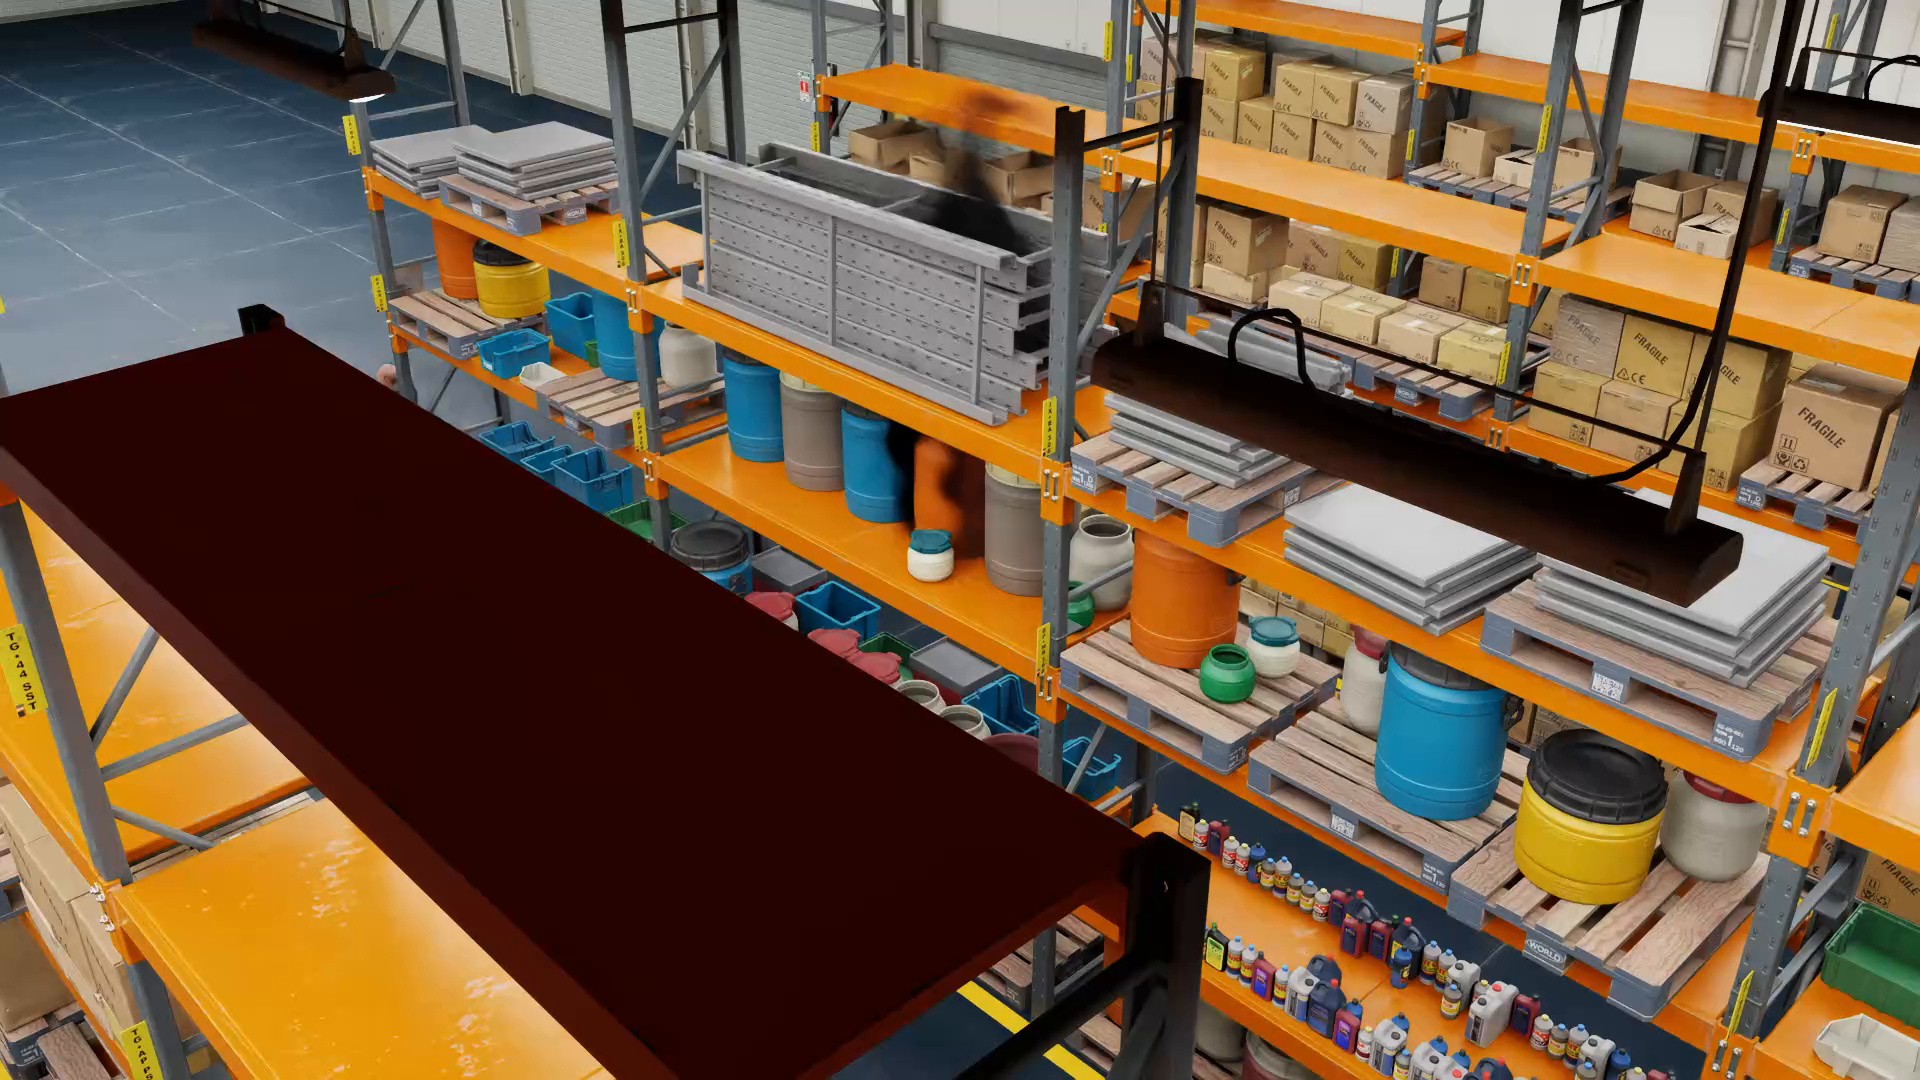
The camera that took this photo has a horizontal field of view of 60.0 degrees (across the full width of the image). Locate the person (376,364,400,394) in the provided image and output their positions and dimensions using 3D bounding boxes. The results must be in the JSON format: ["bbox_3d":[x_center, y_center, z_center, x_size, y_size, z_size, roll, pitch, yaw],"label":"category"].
[{"bbox_3d":[-5.718,-0.976,16.894,0.647,1.701,0.688,0,28,0],"label":"person"}]
